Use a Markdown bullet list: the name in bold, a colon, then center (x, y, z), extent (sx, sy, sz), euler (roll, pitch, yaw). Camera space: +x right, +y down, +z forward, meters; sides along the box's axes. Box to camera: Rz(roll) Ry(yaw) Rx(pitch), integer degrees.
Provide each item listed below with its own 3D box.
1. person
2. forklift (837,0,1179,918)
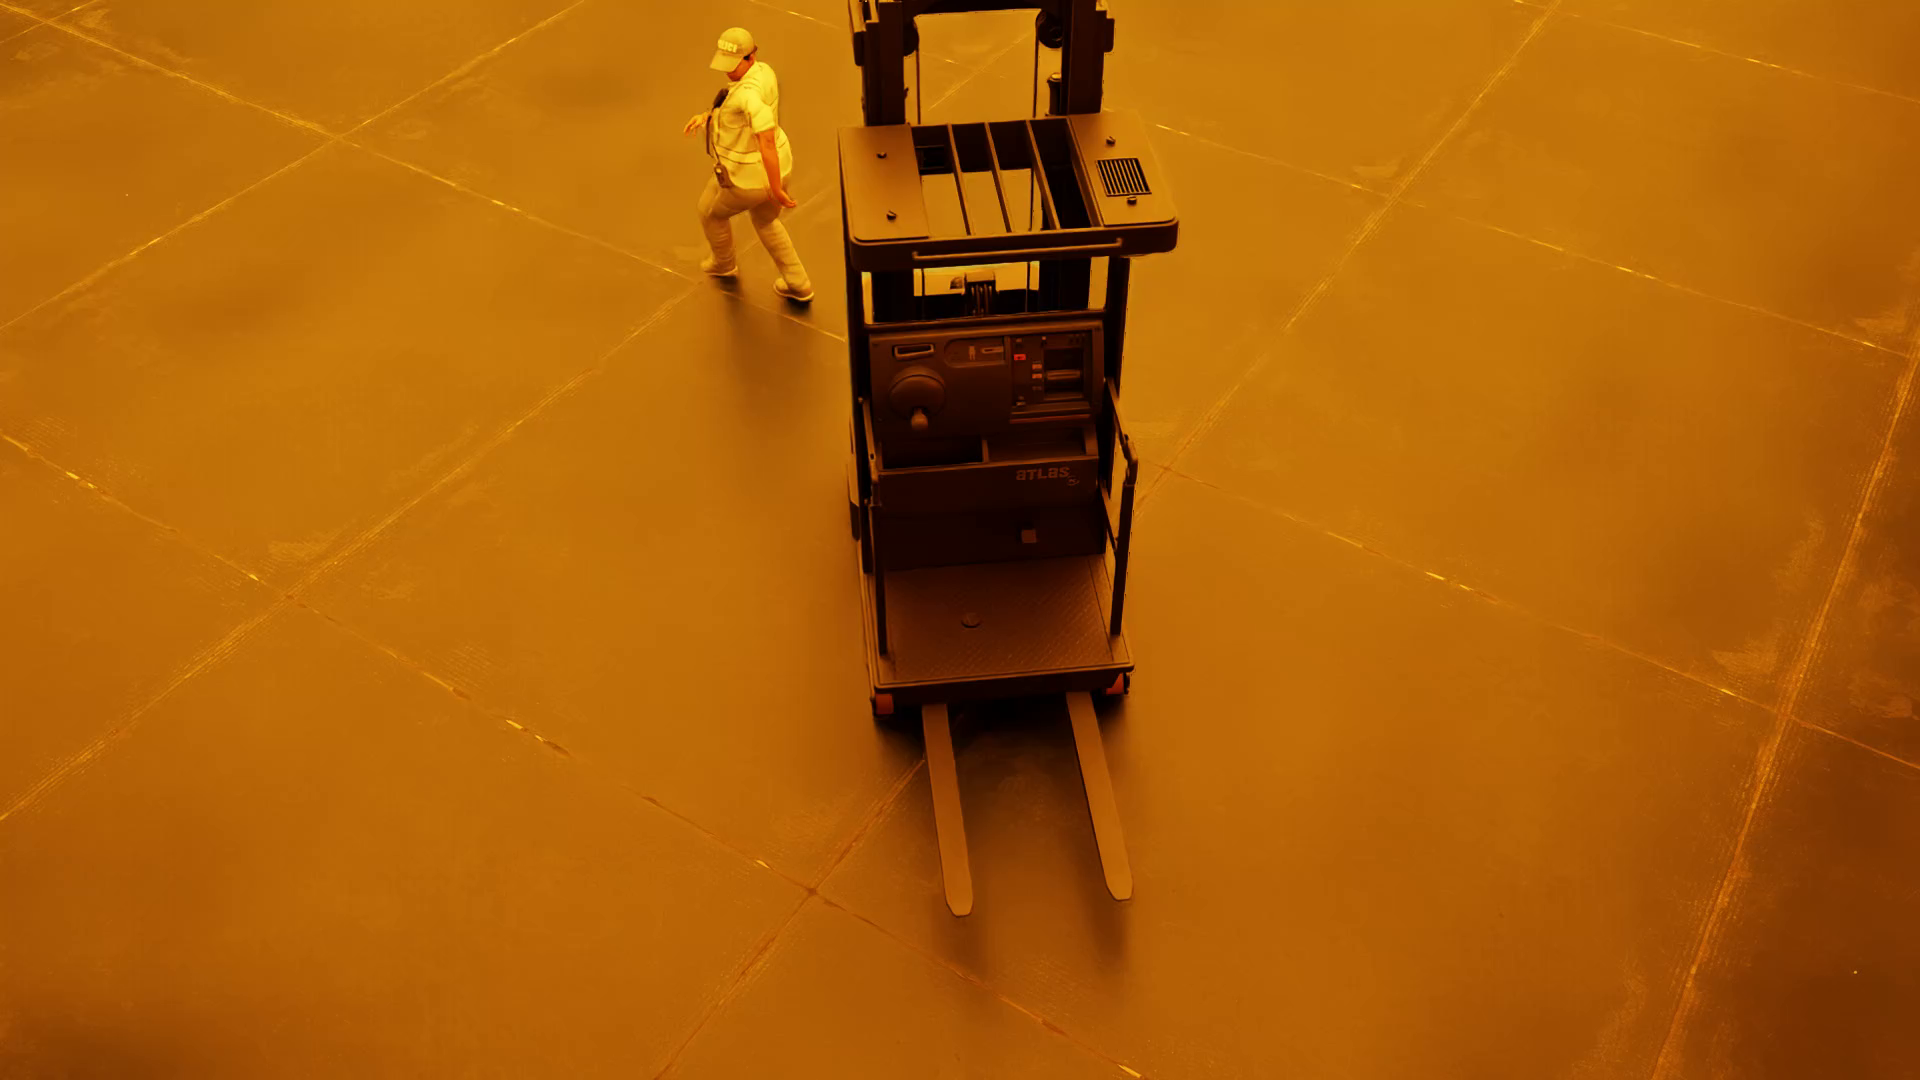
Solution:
- **person**: center (-1.143, -2.006, 8.965), extent (0.890, 1.617, 0.514), euler (23, 48, 23)
- **forklift**: center (0.136, -0.563, 6.442), extent (1.130, 2.935, 3.031), euler (-5, 44, -5)
